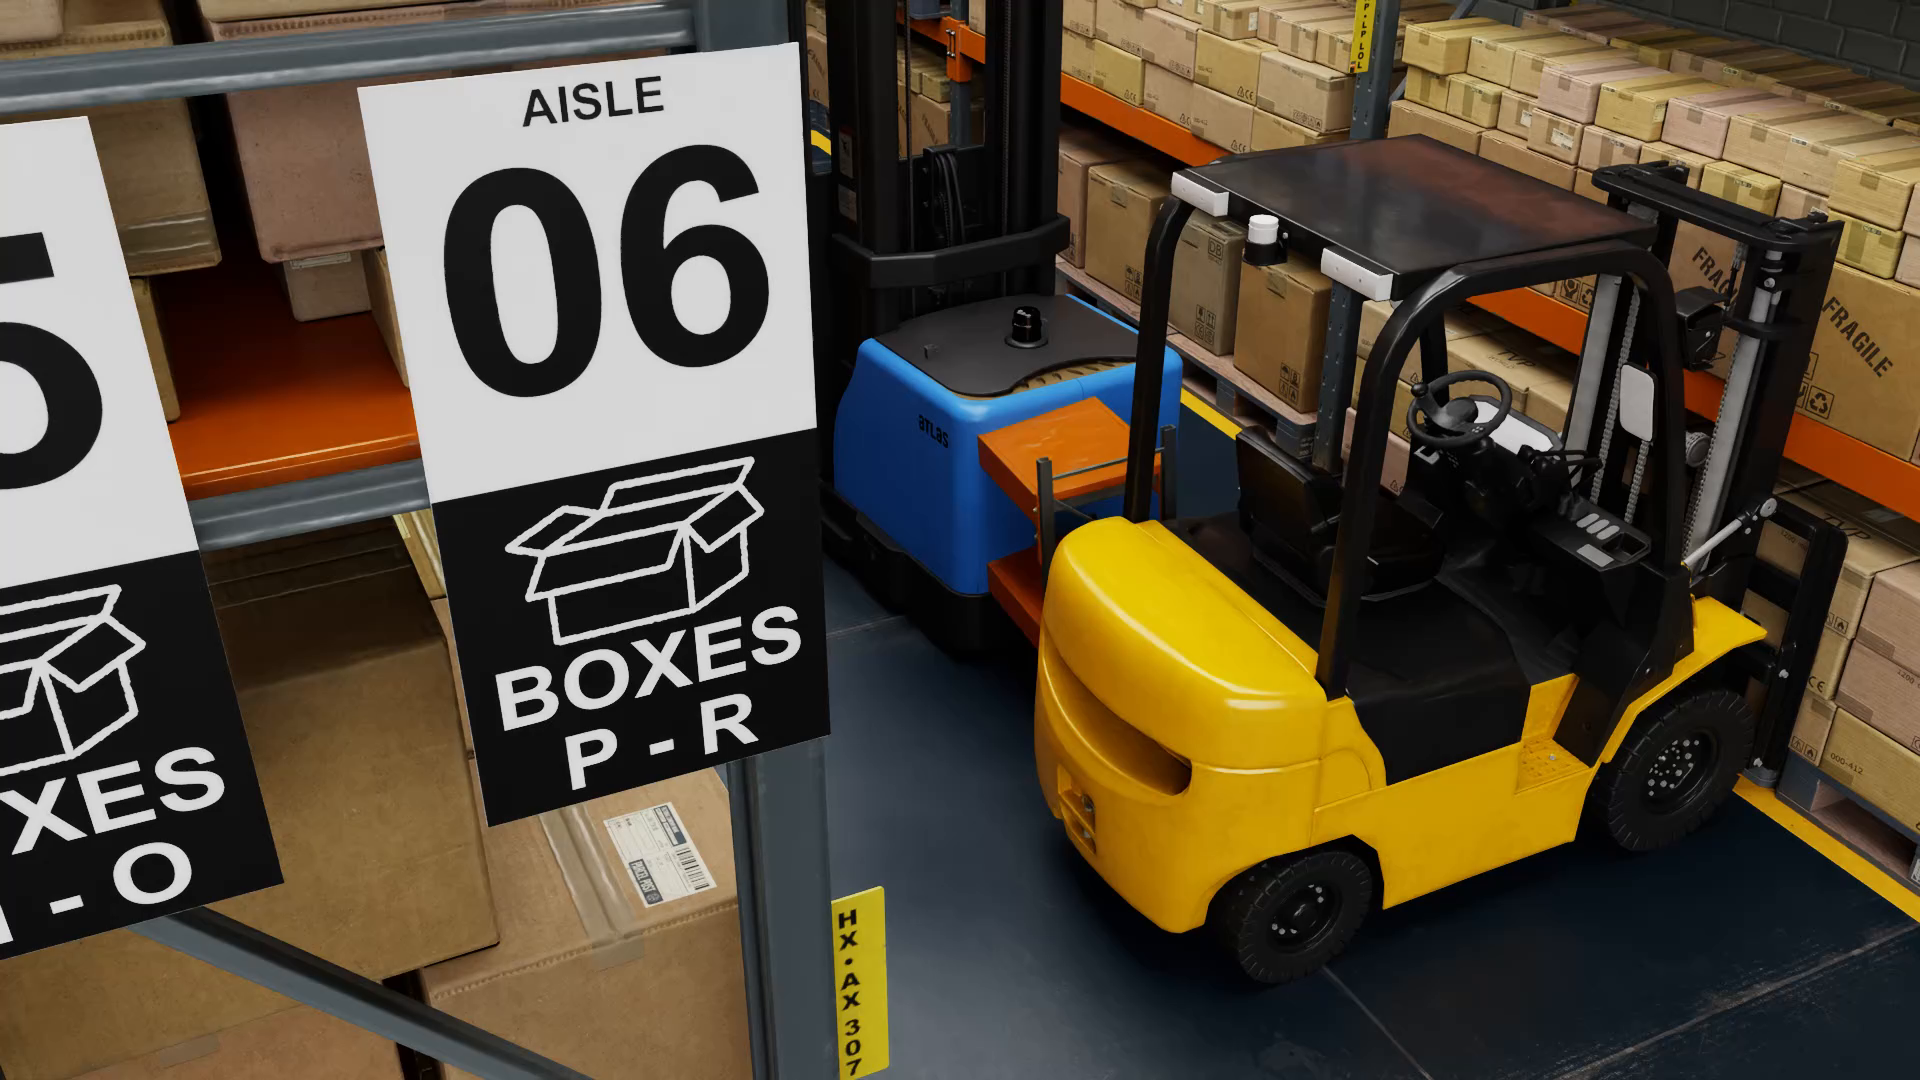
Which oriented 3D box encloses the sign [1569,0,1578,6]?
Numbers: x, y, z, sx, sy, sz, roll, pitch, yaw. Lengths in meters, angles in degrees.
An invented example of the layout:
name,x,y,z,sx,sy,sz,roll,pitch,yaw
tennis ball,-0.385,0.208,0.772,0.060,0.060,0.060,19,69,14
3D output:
name,x,y,z,sx,sy,sz,roll,pitch,yaw
sign,2.630,-2.246,7.222,0.100,0.325,0.005,-13,32,-22

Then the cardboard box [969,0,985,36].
name,x,y,z,sx,sy,sz,roll,pitch,yaw
cardboard box,0.382,-3.171,9.991,0.500,0.250,0.500,-13,32,-22

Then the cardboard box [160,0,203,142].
name,x,y,z,sx,sy,sz,roll,pitch,yaw
cardboard box,-1.301,-0.673,2.166,0.500,0.250,0.500,-14,32,-23

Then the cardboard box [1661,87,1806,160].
name,x,y,z,sx,sy,sz,roll,pitch,yaw
cardboard box,2.623,-1.417,5.641,0.380,0.149,0.250,-13,32,-22

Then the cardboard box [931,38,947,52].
name,x,y,z,sx,sy,sz,roll,pitch,yaw
cardboard box,0.012,-3.616,12.094,0.380,0.149,0.250,-14,32,-23

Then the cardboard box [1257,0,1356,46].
name,x,y,z,sx,sy,sz,roll,pitch,yaw
cardboard box,1.597,-2.377,7.656,0.380,0.149,0.250,-13,32,-22

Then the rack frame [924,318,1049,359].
name,x,y,z,sx,sy,sz,roll,pitch,yaw
rack frame,0.140,-0.303,6.595,0.500,1.125,0.032,-15,33,-17

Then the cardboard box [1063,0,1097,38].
name,x,y,z,sx,sy,sz,roll,pitch,yaw
cardboard box,0.804,-2.932,9.055,0.500,0.250,0.500,-14,32,-23

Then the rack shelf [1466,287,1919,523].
name,x,y,z,sx,sy,sz,roll,pitch,yaw
rack shelf,2.988,-0.519,5.845,1.077,0.370,4.000,-13,32,-22

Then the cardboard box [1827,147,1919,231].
name,x,y,z,sx,sy,sz,roll,pitch,yaw
cardboard box,2.864,-1.063,5.008,0.380,0.149,0.250,-12,32,-21

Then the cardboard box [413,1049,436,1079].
name,x,y,z,sx,sy,sz,roll,pitch,yaw
cardboard box,-0.715,0.902,2.832,0.380,0.149,0.250,-13,32,-21

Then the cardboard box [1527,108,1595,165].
name,x,y,z,sx,sy,sz,roll,pitch,yaw
cardboard box,2.317,-1.499,6.091,0.380,0.149,0.250,-12,32,-21

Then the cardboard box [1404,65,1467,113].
name,x,y,z,sx,sy,sz,roll,pitch,yaw
cardboard box,2.029,-1.847,6.711,0.380,0.149,0.250,-14,32,-23

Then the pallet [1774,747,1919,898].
name,x,y,z,sx,sy,sz,roll,pitch,yaw
pallet,3.480,0.938,5.362,1.003,0.211,1.213,-13,32,-22

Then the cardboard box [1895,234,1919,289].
name,x,y,z,sx,sy,sz,roll,pitch,yaw
cardboard box,2.998,-0.824,4.888,0.380,0.149,0.250,-14,32,-24

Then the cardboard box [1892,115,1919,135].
name,x,y,z,sx,sy,sz,roll,pitch,yaw
cardboard box,3.257,-1.288,5.411,0.380,0.149,0.250,-13,32,-22

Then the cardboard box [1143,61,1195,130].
name,x,y,z,sx,sy,sz,roll,pitch,yaw
cardboard box,1.270,-2.265,8.376,0.500,0.250,0.500,-13,32,-22

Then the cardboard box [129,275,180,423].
name,x,y,z,sx,sy,sz,roll,pitch,yaw
cardboard box,-1.041,-0.203,1.736,0.380,0.149,0.250,-13,32,-22

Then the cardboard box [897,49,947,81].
name,x,y,z,sx,sy,sz,roll,pitch,yaw
cardboard box,-0.247,-3.264,11.467,0.380,0.149,0.250,-14,32,-24

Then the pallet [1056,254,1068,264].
name,x,y,z,sx,sy,sz,roll,pitch,yaw
pallet,0.730,-1.895,10.414,1.003,0.211,1.213,-13,32,-22

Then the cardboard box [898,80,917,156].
name,x,y,z,sx,sy,sz,roll,pitch,yaw
cardboard box,-0.169,-2.941,11.555,0.500,0.500,0.500,-14,32,-23

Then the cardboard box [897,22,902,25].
name,x,y,z,sx,sy,sz,roll,pitch,yaw
cardboard box,-0.293,-3.961,12.711,0.380,0.149,0.250,-13,32,-21

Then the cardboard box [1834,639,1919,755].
name,x,y,z,sx,sy,sz,roll,pitch,yaw
cardboard box,3.150,0.475,5.206,0.500,0.250,0.500,-13,32,-22

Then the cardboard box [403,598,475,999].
name,x,y,z,sx,sy,sz,roll,pitch,yaw
cardboard box,-0.813,0.425,3.018,0.500,0.500,0.500,-12,31,-20

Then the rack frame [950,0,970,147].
name,x,y,z,sx,sy,sz,roll,pitch,yaw
rack frame,0.412,-3.483,10.395,1.000,3.000,0.127,-13,32,-22

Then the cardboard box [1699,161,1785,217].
name,x,y,z,sx,sy,sz,roll,pitch,yaw
cardboard box,2.674,-1.160,5.486,0.380,0.149,0.250,-14,32,-23

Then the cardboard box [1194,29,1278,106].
name,x,y,z,sx,sy,sz,roll,pitch,yaw
cardboard box,1.460,-2.258,7.852,0.500,0.250,0.500,-14,32,-23

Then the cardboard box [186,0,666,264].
name,x,y,z,sx,sy,sz,roll,pitch,yaw
cardboard box,-0.610,-0.556,1.958,0.500,0.250,0.500,-14,32,-23

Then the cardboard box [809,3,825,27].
name,x,y,z,sx,sy,sz,roll,pitch,yaw
cardboard box,-0.952,-4.077,12.916,0.380,0.149,0.250,-14,32,-23

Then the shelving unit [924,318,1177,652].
name,x,y,z,sx,sy,sz,roll,pitch,yaw
shelving unit,0.331,-0.071,6.185,0.538,1.125,1.048,-15,33,-17

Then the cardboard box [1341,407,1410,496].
name,x,y,z,sx,sy,sz,roll,pitch,yaw
cardboard box,2.038,-0.417,7.309,0.500,0.250,0.500,-13,32,-21

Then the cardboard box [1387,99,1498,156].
name,x,y,z,sx,sy,sz,roll,pitch,yaw
cardboard box,2.084,-1.509,6.772,0.500,0.500,0.500,-14,32,-23

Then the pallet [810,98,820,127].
name,x,y,z,sx,sy,sz,roll,pitch,yaw
pallet,-0.922,-3.683,13.602,1.003,0.211,1.213,-13,32,-22

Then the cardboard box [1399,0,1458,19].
name,x,y,z,sx,sy,sz,roll,pitch,yaw
cardboard box,2.104,-2.373,7.649,0.380,0.149,0.250,-14,32,-24

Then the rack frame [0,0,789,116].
name,x,y,z,sx,sy,sz,roll,pitch,yaw
rack frame,-0.635,-1.522,0.764,1.000,3.000,0.127,-13,32,-22

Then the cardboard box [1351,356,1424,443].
name,x,y,z,sx,sy,sz,roll,pitch,yaw
cardboard box,2.058,-0.640,7.195,0.500,0.250,0.500,-13,32,-22

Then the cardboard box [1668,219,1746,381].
name,x,y,z,sx,sy,sz,roll,pitch,yaw
cardboard box,2.738,-0.833,5.566,0.500,0.500,0.500,-13,32,-22

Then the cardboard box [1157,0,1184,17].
name,x,y,z,sx,sy,sz,roll,pitch,yaw
cardboard box,1.207,-2.706,8.243,0.380,0.149,0.250,-13,32,-22

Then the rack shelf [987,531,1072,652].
name,x,y,z,sx,sy,sz,roll,pitch,yaw
rack shelf,0.348,0.138,6.312,0.538,0.278,1.000,-15,33,-17

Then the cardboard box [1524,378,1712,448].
name,x,y,z,sx,sy,sz,roll,pitch,yaw
cardboard box,2.488,-0.411,6.277,0.500,0.250,0.500,-12,31,-20

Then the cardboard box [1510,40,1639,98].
name,x,y,z,sx,sy,sz,roll,pitch,yaw
cardboard box,2.310,-1.762,6.256,0.380,0.149,0.250,-14,32,-23

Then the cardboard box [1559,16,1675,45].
name,x,y,z,sx,sy,sz,roll,pitch,yaw
cardboard box,2.609,-1.976,6.637,0.380,0.149,0.250,-14,32,-23

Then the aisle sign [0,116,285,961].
name,x,y,z,sx,sy,sz,roll,pitch,yaw
aisle sign,-0.870,0.049,1.438,0.394,0.787,0.004,-13,32,-22

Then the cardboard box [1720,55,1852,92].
name,x,y,z,sx,sy,sz,roll,pitch,yaw
cardboard box,2.992,-1.645,6.048,0.380,0.149,0.250,-14,32,-23

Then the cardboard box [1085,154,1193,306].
name,x,y,z,sx,sy,sz,roll,pitch,yaw
cardboard box,1.244,-1.768,9.335,0.875,0.625,0.625,-14,32,-24

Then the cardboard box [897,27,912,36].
name,x,y,z,sx,sy,sz,roll,pitch,yaw
cardboard box,-0.573,-3.616,12.095,0.380,0.149,0.250,-15,32,-24

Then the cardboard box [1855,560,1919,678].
name,x,y,z,sx,sy,sz,roll,pitch,yaw
cardboard box,3.143,0.268,5.064,0.500,0.250,0.500,-12,32,-21

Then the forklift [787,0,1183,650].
name,x,y,z,sx,sy,sz,roll,pitch,yaw
forklift,-0.326,-1.541,7.001,1.130,2.935,3.031,-17,33,-27
